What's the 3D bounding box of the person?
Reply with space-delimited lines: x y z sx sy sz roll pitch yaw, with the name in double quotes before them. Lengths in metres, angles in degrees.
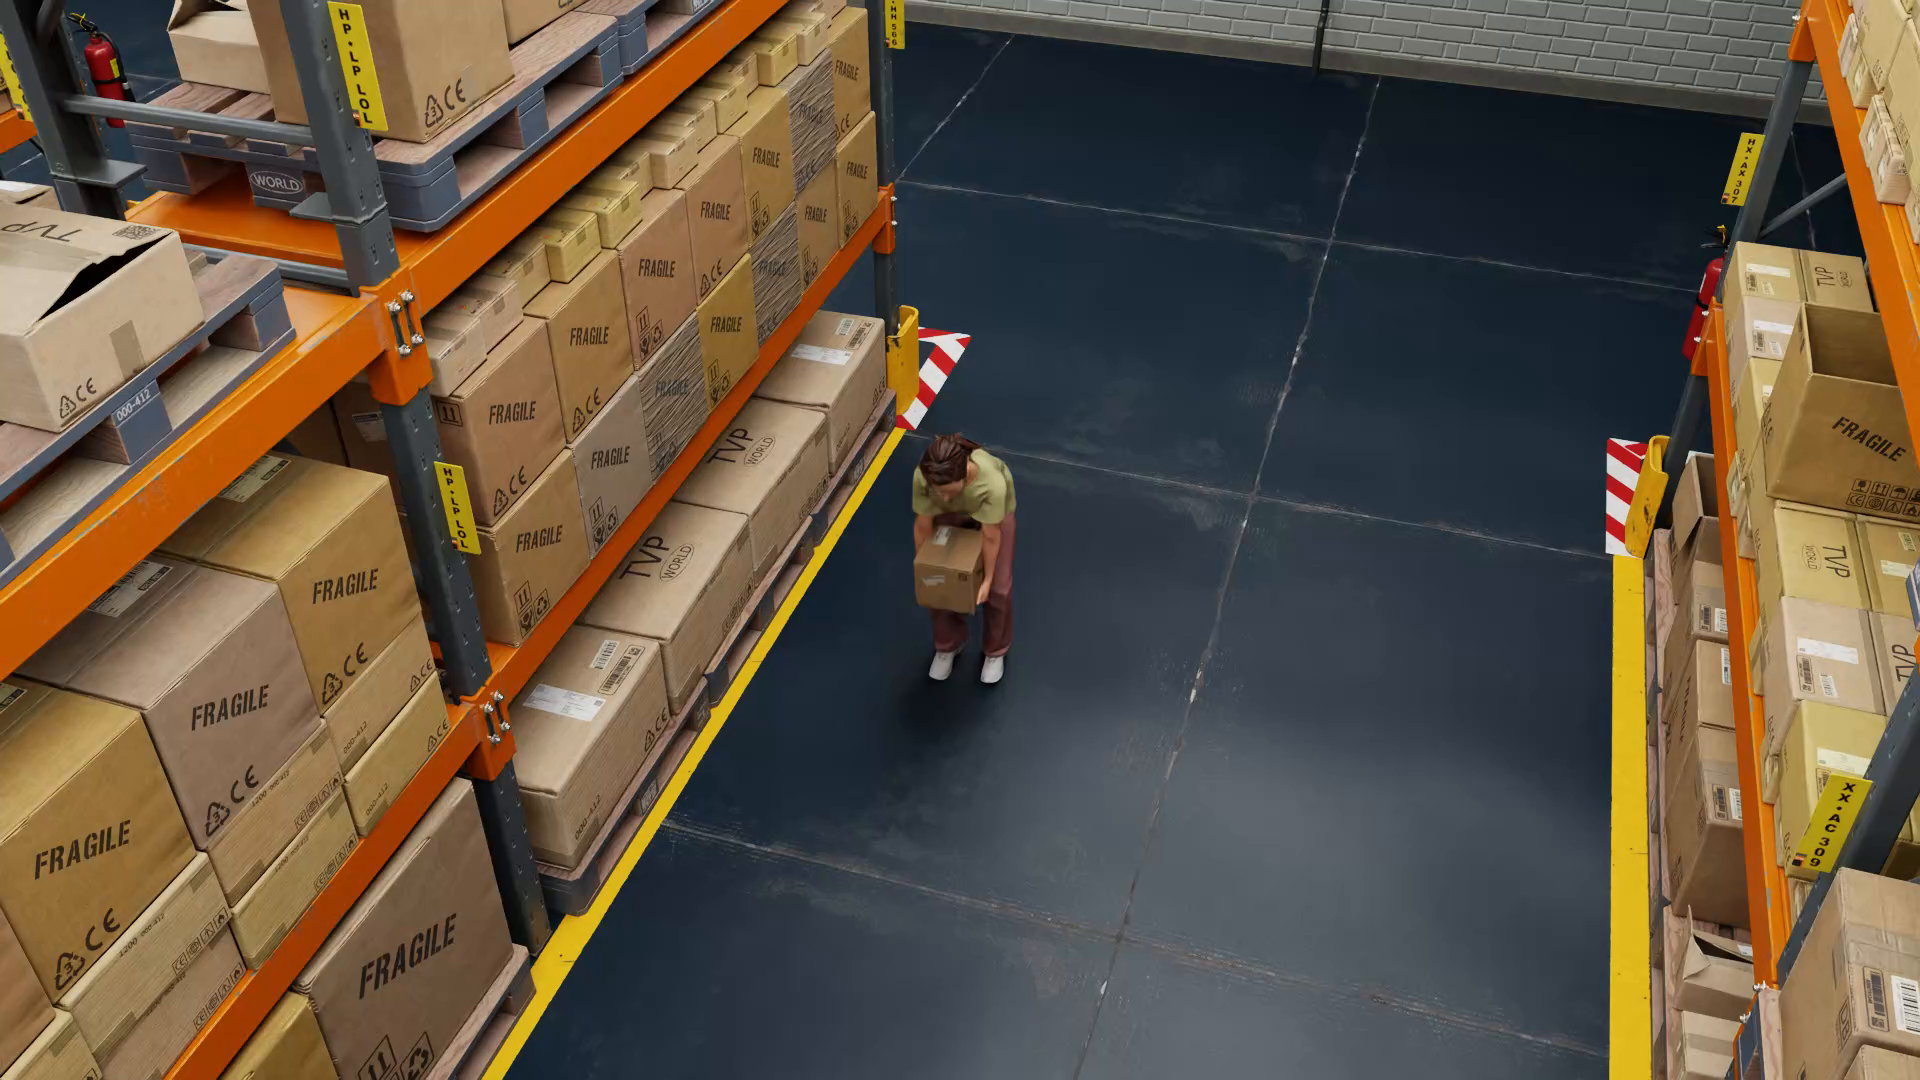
"person" 0.008 0.060 7.005 0.397 1.449 0.727 10 38 13
